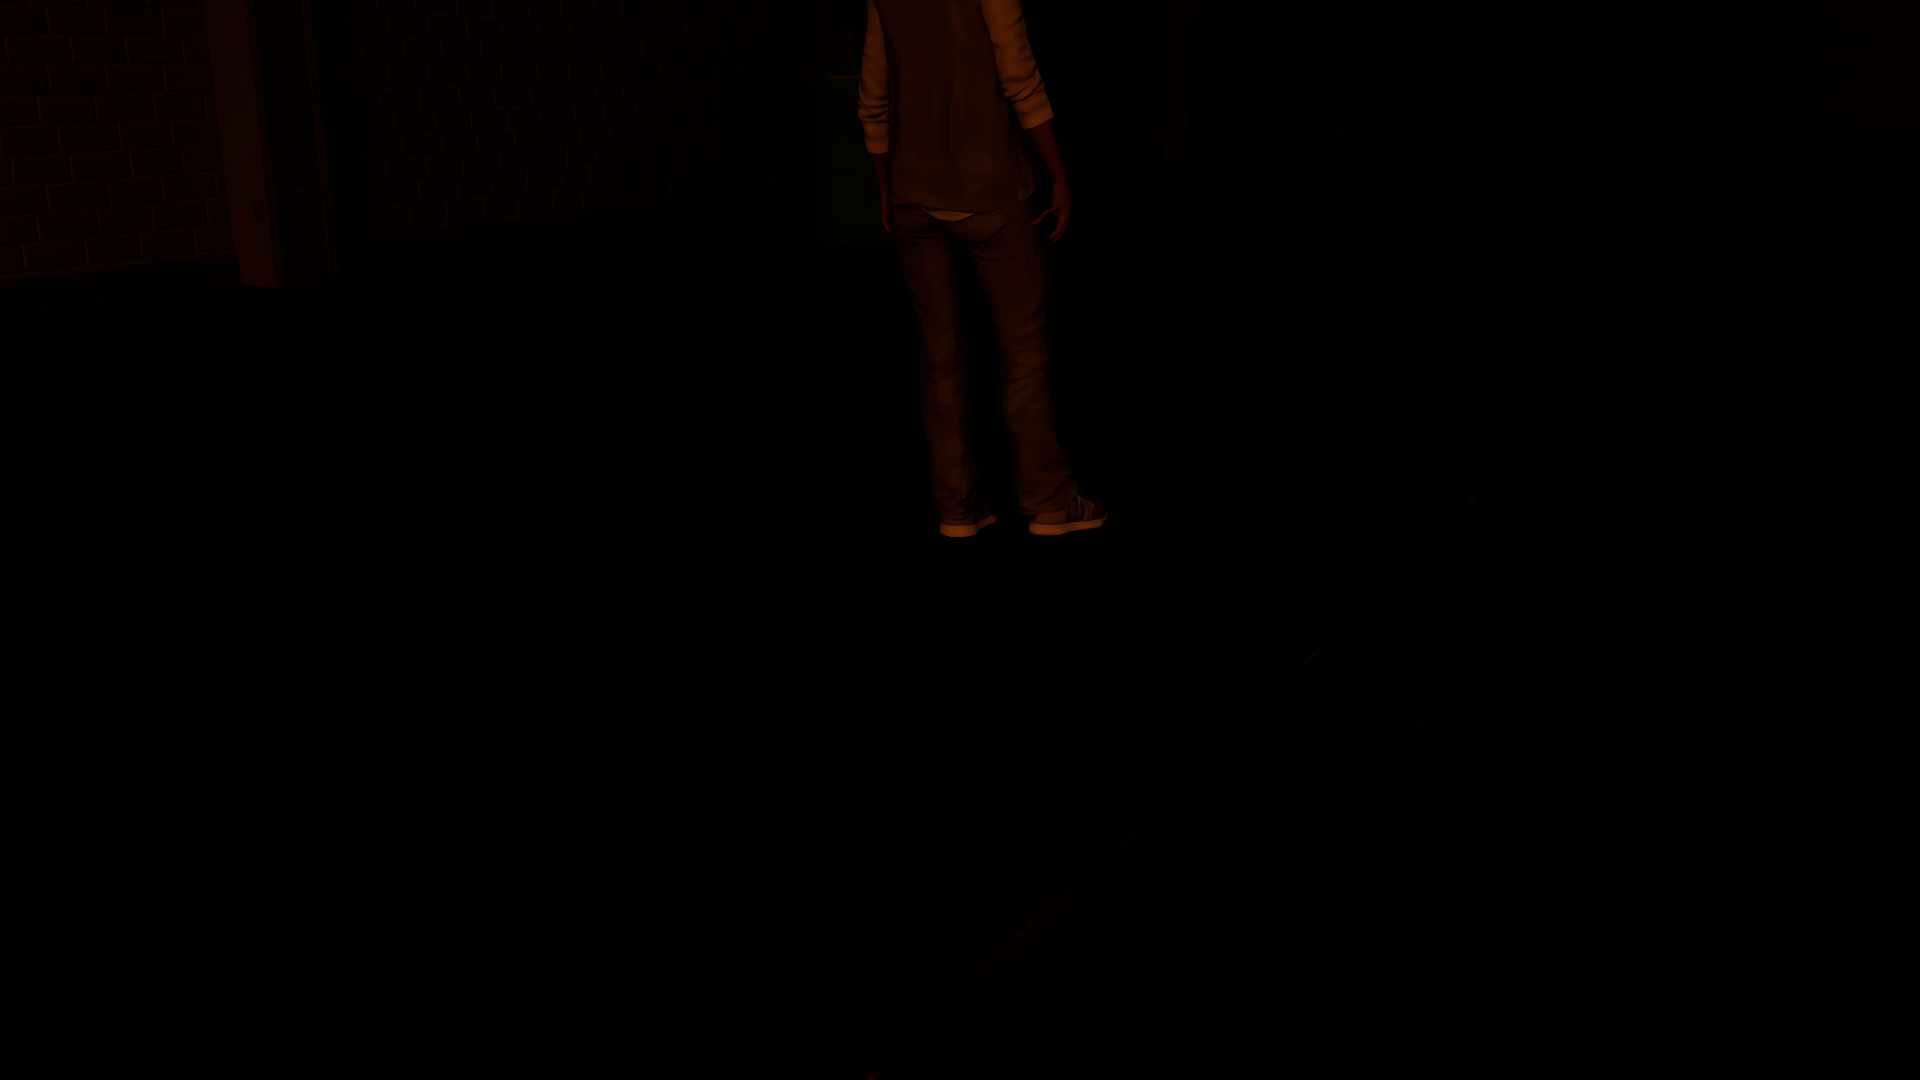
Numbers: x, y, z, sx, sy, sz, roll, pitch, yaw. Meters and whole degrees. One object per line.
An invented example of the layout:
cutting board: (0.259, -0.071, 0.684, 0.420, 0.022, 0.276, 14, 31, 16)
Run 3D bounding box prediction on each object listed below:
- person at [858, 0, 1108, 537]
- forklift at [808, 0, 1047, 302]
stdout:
person: (0.049, -0.790, 3.869, 0.520, 1.599, 0.473, 9, 19, 28)
forklift: (-0.211, -2.848, 8.523, 1.130, 2.935, 3.031, -1, 16, -3)
